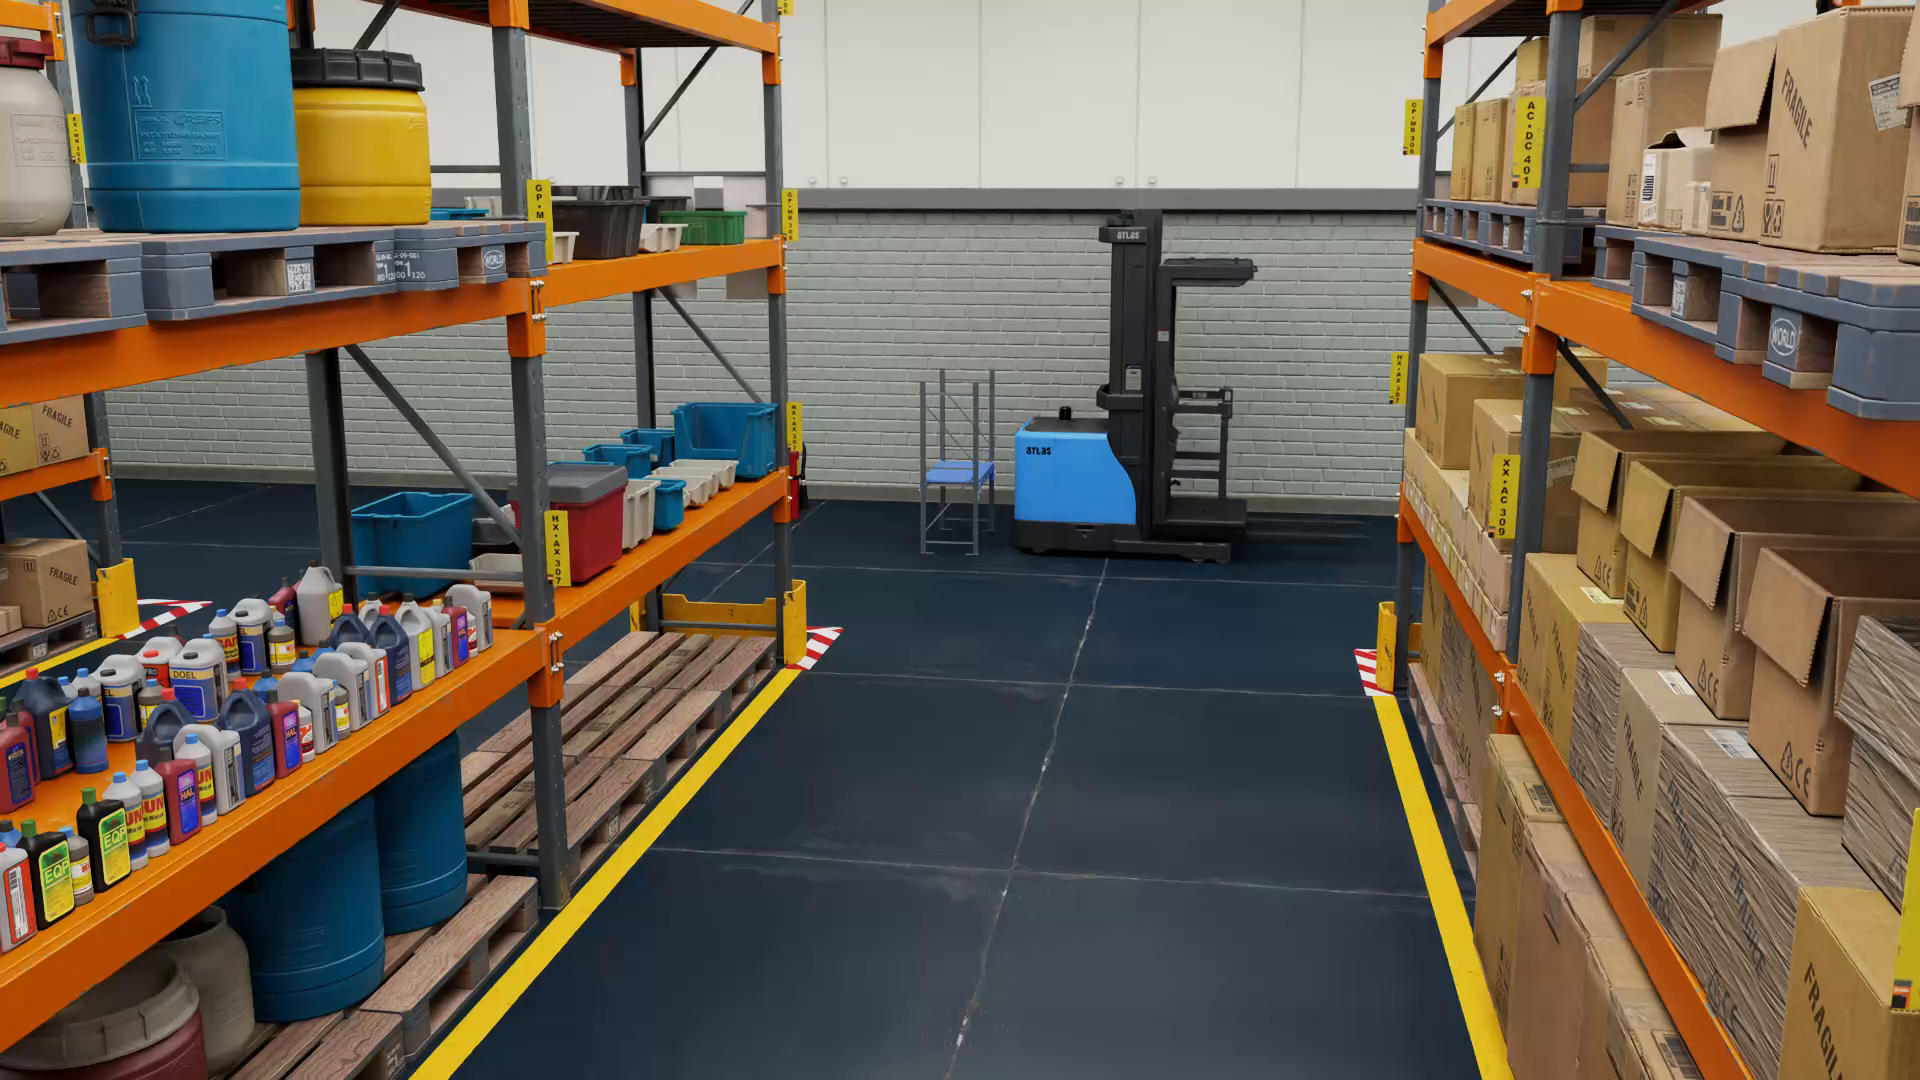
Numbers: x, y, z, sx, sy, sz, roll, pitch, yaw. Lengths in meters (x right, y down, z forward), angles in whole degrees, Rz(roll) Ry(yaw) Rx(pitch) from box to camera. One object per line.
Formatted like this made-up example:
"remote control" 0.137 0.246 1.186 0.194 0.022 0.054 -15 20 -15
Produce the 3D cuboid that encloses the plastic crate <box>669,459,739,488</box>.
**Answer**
"plastic crate" -1.581 -0.405 10.236 0.396 0.136 0.243 2 12 9

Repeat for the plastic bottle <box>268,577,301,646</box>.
"plastic bottle" -2.749 0.300 6.759 0.061 0.283 0.133 2 12 9

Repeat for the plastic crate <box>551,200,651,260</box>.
"plastic crate" -1.788 -1.500 8.022 0.497 0.269 0.590 2 12 9

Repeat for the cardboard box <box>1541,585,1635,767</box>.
"cardboard box" 2.250 0.456 5.518 0.500 0.500 0.500 2 12 9

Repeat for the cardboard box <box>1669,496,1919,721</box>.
"cardboard box" 2.357 0.179 4.423 0.797 0.503 0.637 2 12 10

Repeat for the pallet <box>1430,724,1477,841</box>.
"pallet" 3.023 1.266 8.619 1.003 0.211 1.213 2 12 9

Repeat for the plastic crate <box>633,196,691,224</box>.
"plastic crate" -1.970 -2.011 10.397 0.497 0.269 0.590 2 12 9

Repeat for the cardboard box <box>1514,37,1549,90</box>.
"cardboard box" 2.939 -2.235 7.875 0.500 0.250 0.500 1 12 7

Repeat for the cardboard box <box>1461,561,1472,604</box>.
"cardboard box" 2.486 0.201 7.536 0.380 0.149 0.250 2 12 10

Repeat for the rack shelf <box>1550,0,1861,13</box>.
"rack shelf" 2.336 -1.656 3.975 1.077 0.370 4.000 2 12 9

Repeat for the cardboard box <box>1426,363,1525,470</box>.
"cardboard box" 2.768 -0.655 8.783 0.500 0.500 0.500 2 12 7

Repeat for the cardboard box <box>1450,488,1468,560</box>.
"cardboard box" 2.608 -0.074 7.865 0.500 0.250 0.500 2 12 10

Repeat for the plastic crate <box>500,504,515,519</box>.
"plastic crate" -2.279 -0.120 8.914 0.293 0.136 0.466 2 12 9

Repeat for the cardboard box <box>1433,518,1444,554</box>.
"cardboard box" 2.643 -0.013 8.532 0.380 0.149 0.250 2 12 7

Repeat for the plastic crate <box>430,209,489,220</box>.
"plastic crate" -2.425 -1.432 7.795 0.416 0.233 0.300 2 12 9

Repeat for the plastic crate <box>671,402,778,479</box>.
"plastic crate" -1.502 -0.651 10.668 0.616 0.435 0.499 2 12 9

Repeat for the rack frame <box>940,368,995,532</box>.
"rack frame" 0.065 -0.821 15.244 0.500 1.500 0.032 2 12 9

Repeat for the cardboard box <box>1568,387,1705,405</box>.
"cardboard box" 3.129 -0.428 7.728 0.500 0.500 0.500 1 12 7

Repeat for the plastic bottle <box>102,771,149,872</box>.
"plastic bottle" -2.307 0.773 4.591 0.097 0.271 0.097 0 12 0

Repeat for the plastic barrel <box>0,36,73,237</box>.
"plastic barrel" -2.742 -1.127 4.662 0.433 0.535 0.433 0 12 0

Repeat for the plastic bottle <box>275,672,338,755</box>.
"plastic bottle" -2.181 0.563 5.555 0.152 0.276 0.135 2 12 9

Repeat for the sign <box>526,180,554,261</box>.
"sign" -1.707 -1.300 6.764 0.100 0.325 0.005 2 12 9

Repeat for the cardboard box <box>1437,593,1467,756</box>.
"cardboard box" 3.100 0.639 8.955 0.875 0.875 0.875 2 12 9

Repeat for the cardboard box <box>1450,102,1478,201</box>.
"cardboard box" 3.026 -2.066 8.868 0.700 0.500 0.500 1 12 7

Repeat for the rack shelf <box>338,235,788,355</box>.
"rack shelf" -1.942 -1.378 8.857 1.077 0.370 4.000 2 12 9

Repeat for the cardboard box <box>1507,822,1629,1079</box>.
"cardboard box" 2.429 1.466 5.116 1.225 0.875 0.875 1 12 7

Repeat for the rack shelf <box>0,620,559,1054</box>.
"rack shelf" -2.558 0.921 5.310 1.077 0.370 4.000 2 12 9

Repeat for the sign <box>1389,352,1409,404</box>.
"sign" 2.712 -1.001 10.274 0.100 0.325 0.005 2 12 9

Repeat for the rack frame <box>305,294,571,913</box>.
"rack frame" -2.250 0.153 7.166 1.000 3.000 0.127 2 12 9

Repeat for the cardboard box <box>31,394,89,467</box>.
"cardboard box" -6.329 -0.788 11.294 0.500 0.500 0.500 2 12 10

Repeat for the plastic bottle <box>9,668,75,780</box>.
"plastic bottle" -2.934 0.575 5.321 0.144 0.351 0.185 2 12 9

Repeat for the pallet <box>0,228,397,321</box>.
"pallet" -2.446 -0.819 5.002 1.003 0.211 1.213 2 12 9

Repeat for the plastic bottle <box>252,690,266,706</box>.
"plastic bottle" -2.253 0.616 5.320 0.097 0.271 0.097 0 12 0

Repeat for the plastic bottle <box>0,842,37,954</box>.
"plastic bottle" -2.408 0.870 4.131 0.152 0.276 0.135 2 12 9

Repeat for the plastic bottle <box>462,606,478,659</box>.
"plastic bottle" -1.982 0.367 6.641 0.097 0.201 0.097 0 12 0

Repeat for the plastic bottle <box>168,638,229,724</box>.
"plastic bottle" -2.690 0.495 5.872 0.152 0.276 0.135 2 12 9

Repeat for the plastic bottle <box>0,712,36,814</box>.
"plastic bottle" -2.878 0.672 5.030 0.061 0.283 0.133 2 12 9

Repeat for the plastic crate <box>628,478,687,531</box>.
"plastic crate" -1.697 -0.192 9.018 0.416 0.233 0.300 2 12 9

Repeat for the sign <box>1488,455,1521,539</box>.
"sign" 2.095 -0.167 6.403 0.100 0.325 0.005 2 12 9

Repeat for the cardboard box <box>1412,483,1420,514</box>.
"cardboard box" 2.801 -0.227 9.522 0.380 0.149 0.250 2 12 7

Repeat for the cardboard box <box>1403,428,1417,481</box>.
"cardboard box" 2.919 -0.501 9.846 0.500 0.250 0.500 2 12 7

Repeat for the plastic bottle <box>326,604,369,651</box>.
"plastic bottle" -2.239 0.412 6.077 0.144 0.351 0.185 2 12 9

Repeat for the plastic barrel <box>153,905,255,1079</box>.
"plastic barrel" -2.635 1.538 5.645 0.421 0.512 0.421 0 12 0

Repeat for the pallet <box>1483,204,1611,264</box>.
"pallet" 2.780 -1.280 6.903 1.003 0.211 1.213 2 12 9

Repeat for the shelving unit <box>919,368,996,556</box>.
"shelving unit" -0.013 -0.715 14.753 0.538 1.500 1.048 2 12 9

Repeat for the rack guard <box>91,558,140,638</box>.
"rack guard" -6.540 0.396 11.968 1.175 0.500 0.348 2 12 9

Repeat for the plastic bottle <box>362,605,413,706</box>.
"plastic bottle" -2.097 0.417 6.055 0.144 0.351 0.185 2 12 9

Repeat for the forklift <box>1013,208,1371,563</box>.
"forklift" 2.023 -1.355 14.324 3.031 2.935 1.130 2 12 9

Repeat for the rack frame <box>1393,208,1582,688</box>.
"rack frame" 3.259 -0.520 10.285 1.000 3.000 0.127 2 12 9

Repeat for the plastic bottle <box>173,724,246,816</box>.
"plastic bottle" -2.266 0.678 5.024 0.152 0.276 0.135 2 12 9

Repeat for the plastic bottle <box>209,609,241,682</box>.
"plastic bottle" -2.799 0.399 6.328 0.097 0.271 0.097 0 12 0

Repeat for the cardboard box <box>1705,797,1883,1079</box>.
"cardboard box" 1.942 0.882 3.541 0.500 0.500 0.500 2 12 8

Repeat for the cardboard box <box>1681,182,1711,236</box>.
"cardboard box" 2.267 -0.931 4.671 0.380 0.149 0.250 1 12 6

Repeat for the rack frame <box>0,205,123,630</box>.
"rack frame" -6.529 -0.841 11.778 1.000 3.000 0.127 2 12 9

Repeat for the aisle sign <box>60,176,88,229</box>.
"aisle sign" -6.216 -2.117 11.524 0.394 0.787 0.004 2 12 9

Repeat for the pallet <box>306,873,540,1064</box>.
"pallet" -2.410 1.675 6.720 1.003 0.211 1.213 2 12 9
